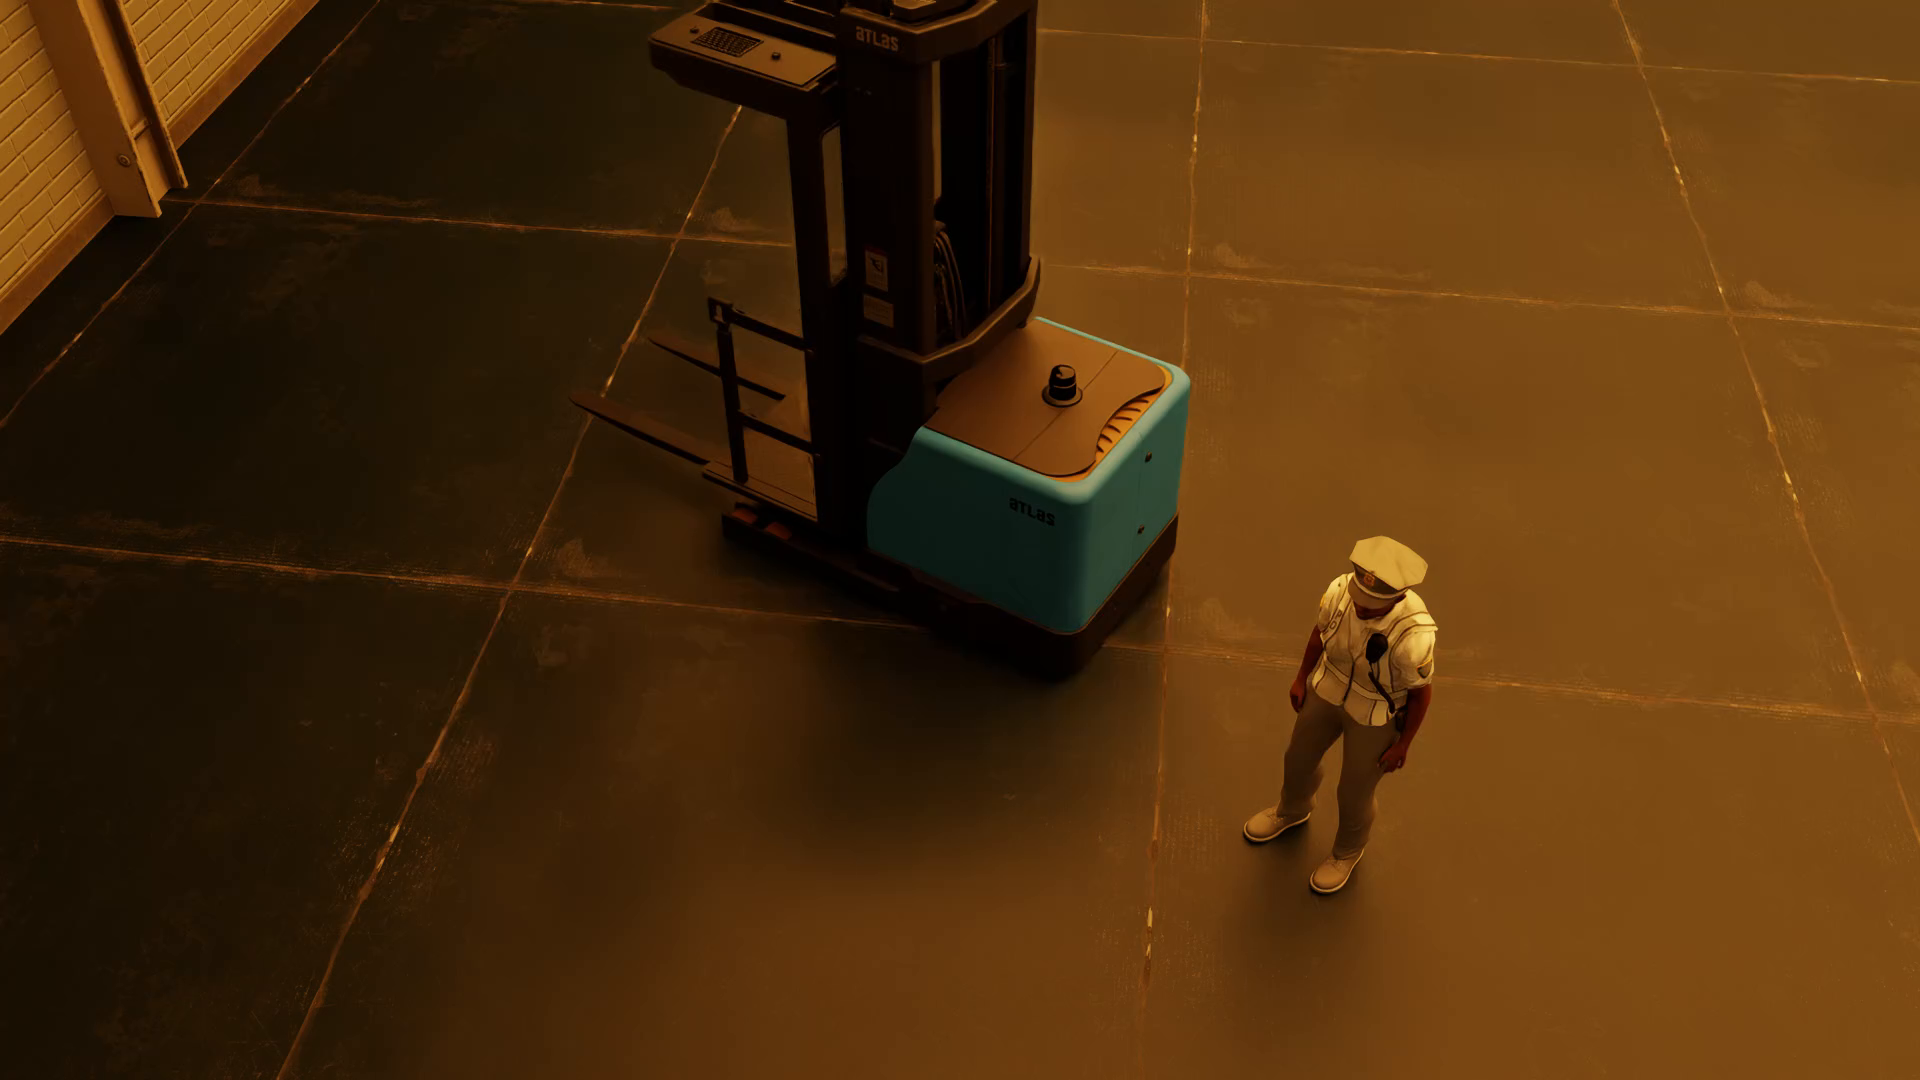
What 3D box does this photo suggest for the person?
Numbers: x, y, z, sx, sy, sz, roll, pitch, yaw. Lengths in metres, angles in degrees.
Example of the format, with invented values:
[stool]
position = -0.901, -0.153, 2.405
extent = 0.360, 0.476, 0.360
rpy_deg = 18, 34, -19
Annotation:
[person]
position = 1.408, 0.609, 6.005
extent = 0.397, 1.656, 0.530
rpy_deg = -32, 51, -30

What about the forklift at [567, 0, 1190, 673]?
[forklift]
position = -0.518, -1.274, 7.111
extent = 3.031, 2.935, 1.130
rpy_deg = 23, 47, 23
